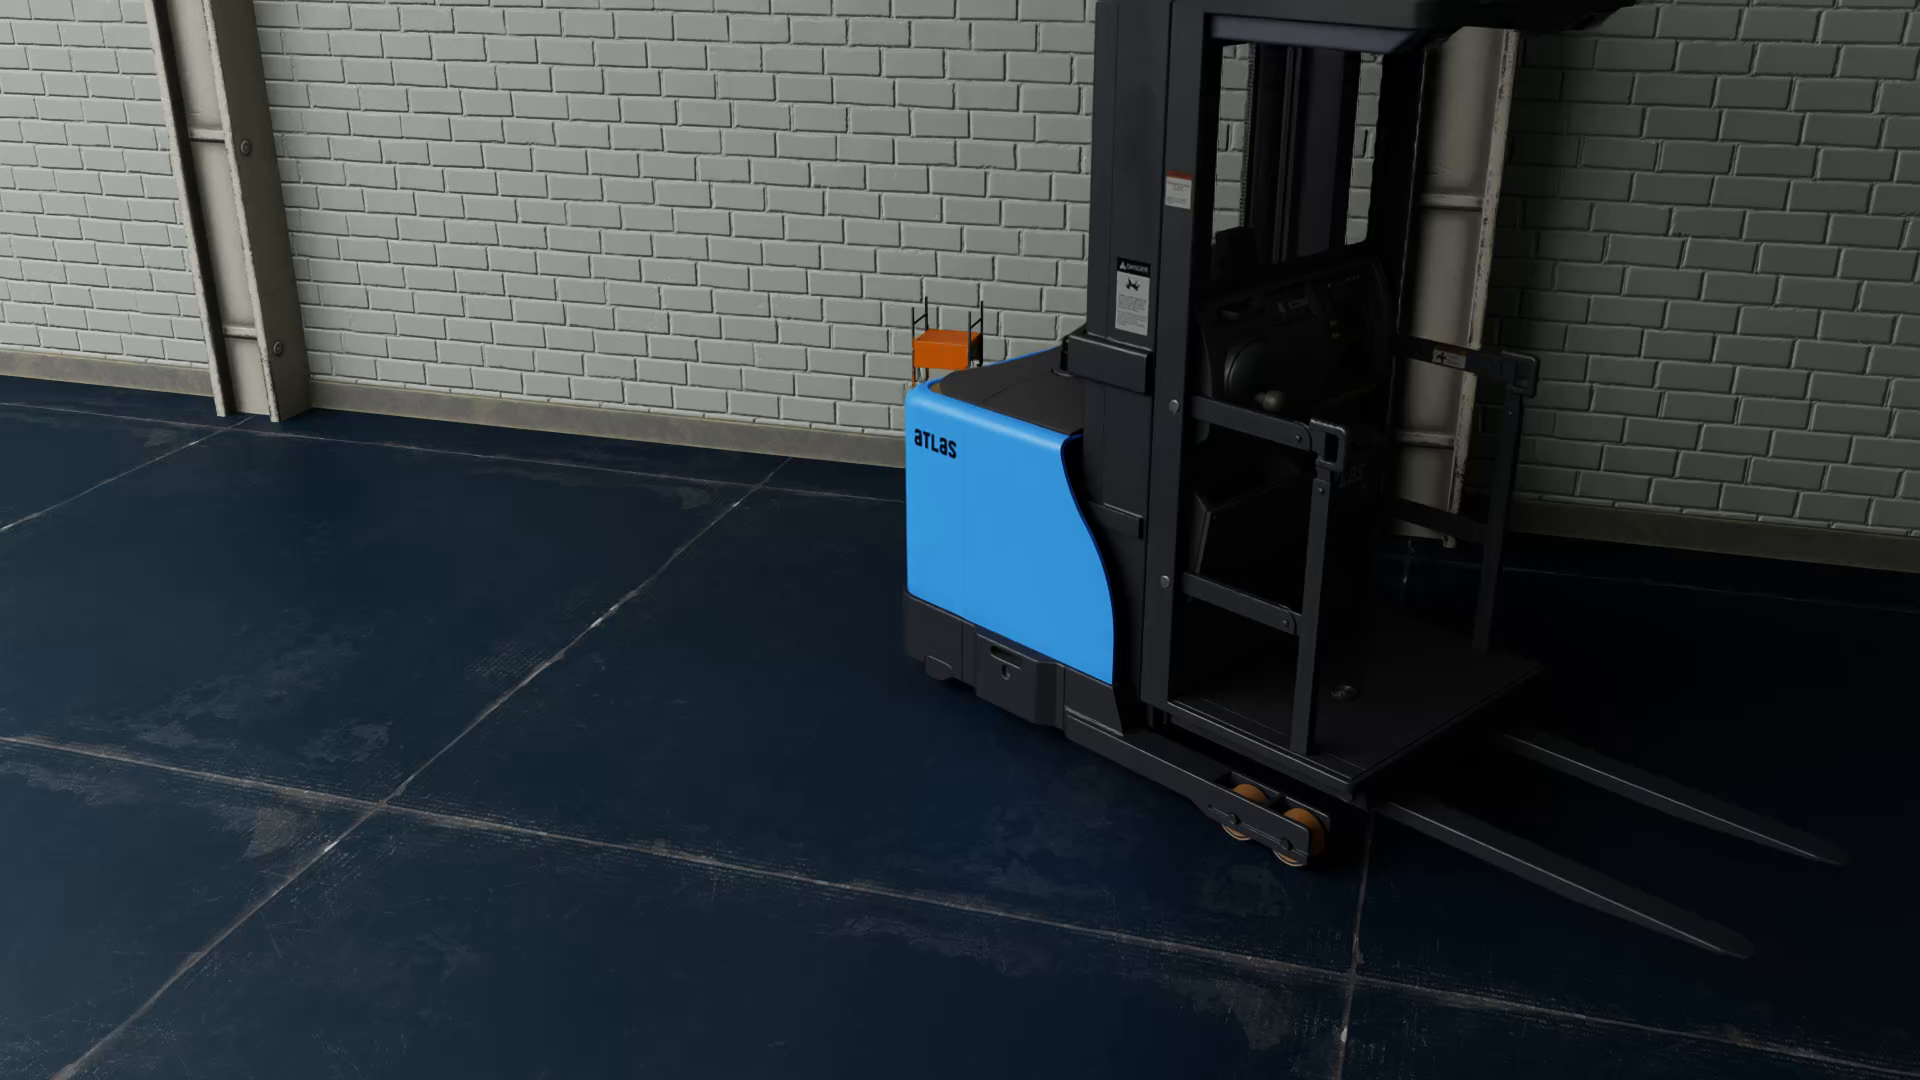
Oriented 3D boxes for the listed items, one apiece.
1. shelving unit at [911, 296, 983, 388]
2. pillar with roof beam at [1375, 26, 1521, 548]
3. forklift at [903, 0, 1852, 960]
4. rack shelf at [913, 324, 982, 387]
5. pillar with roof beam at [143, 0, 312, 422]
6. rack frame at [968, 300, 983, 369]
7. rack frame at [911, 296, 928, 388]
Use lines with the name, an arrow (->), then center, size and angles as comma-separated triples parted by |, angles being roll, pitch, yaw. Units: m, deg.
shelving unit -> -0.051, -0.492, 7.085 | 0.252, 1.050, 0.215 | 7, 23, 16
pillar with roof beam -> 0.758, -2.641, 1.850 | 0.400, 9.000, 9.100 | 7, 23, 16
forklift -> 1.169, -0.611, 4.898 | 1.130, 2.935, 3.031 | -20, 29, -39
rack shelf -> -0.051, -0.744, 6.981 | 0.240, 0.259, 0.215 | 7, 23, 16
pillar with roof beam -> -4.986, -3.299, 3.454 | 0.400, 9.000, 9.100 | 7, 23, 16
rack frame -> 0.066, -0.478, 7.052 | 0.008, 1.050, 0.200 | 7, 23, 16
rack frame -> -0.168, -0.505, 7.118 | 0.008, 1.050, 0.200 | 7, 23, 16
